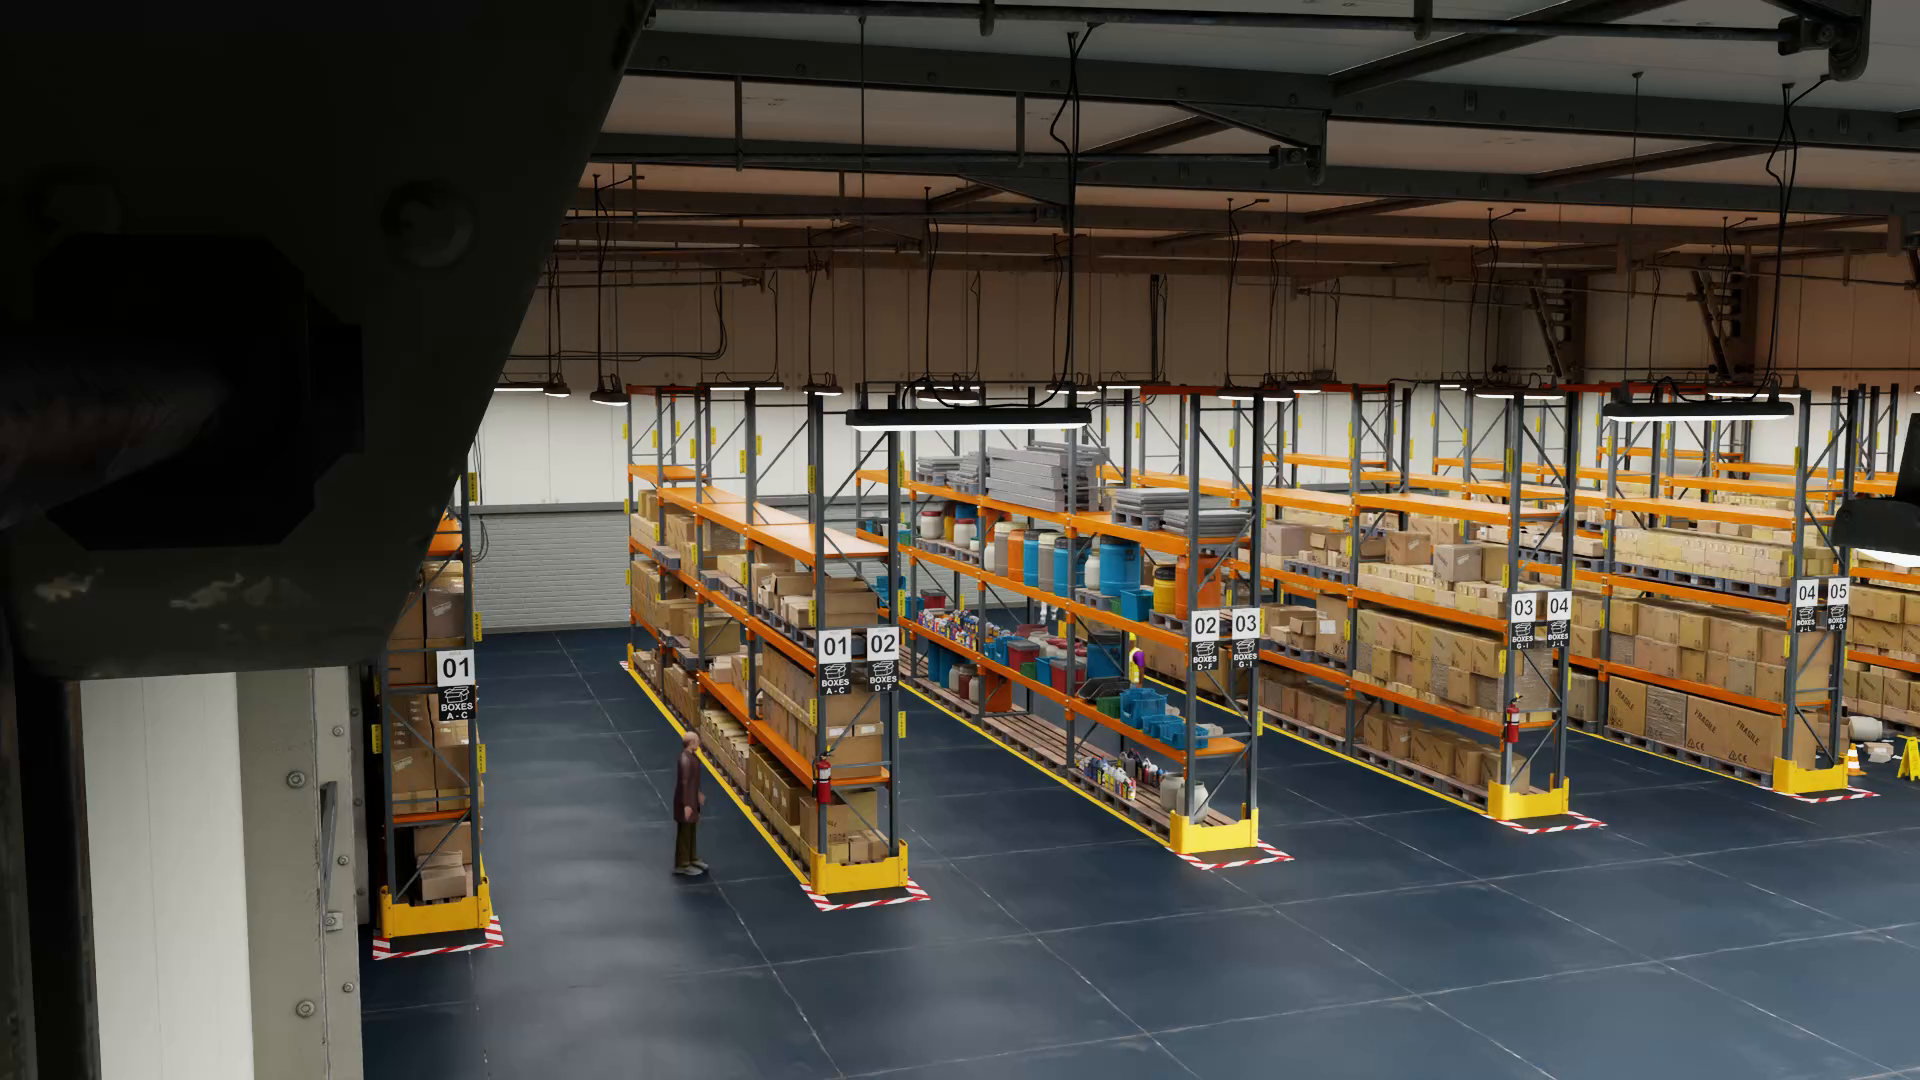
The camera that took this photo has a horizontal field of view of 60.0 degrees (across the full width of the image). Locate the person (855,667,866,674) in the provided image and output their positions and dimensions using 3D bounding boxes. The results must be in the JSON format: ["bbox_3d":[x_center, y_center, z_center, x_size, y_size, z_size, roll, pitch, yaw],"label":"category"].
[{"bbox_3d":[-1.882,2.269,31.102,0.621,1.704,0.580,1,6,9],"label":"person"}]

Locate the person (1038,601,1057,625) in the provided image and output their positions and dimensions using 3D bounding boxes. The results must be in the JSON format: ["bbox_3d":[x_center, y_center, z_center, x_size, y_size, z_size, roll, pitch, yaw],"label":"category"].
[{"bbox_3d":[2.209,1.208,41.076,0.570,1.737,1.061,1,6,13],"label":"person"}]

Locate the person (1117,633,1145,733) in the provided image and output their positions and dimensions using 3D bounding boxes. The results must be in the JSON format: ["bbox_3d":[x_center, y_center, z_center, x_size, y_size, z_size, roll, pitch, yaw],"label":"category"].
[{"bbox_3d":[2.913,2.480,28.786,0.388,1.784,0.618,-4,7,-34],"label":"person"}]

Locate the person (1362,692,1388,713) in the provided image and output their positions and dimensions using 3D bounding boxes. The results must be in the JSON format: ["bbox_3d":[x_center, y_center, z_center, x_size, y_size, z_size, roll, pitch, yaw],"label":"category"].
[{"bbox_3d":[7.557,2.407,29.999,0.417,1.668,0.544,-5,8,-41],"label":"person"}]

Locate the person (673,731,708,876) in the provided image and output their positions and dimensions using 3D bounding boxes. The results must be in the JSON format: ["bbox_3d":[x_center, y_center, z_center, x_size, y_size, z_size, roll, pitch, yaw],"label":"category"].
[{"bbox_3d":[-3.392,3.290,20.886,0.420,1.800,0.616,-1,6,-6],"label":"person"}]
